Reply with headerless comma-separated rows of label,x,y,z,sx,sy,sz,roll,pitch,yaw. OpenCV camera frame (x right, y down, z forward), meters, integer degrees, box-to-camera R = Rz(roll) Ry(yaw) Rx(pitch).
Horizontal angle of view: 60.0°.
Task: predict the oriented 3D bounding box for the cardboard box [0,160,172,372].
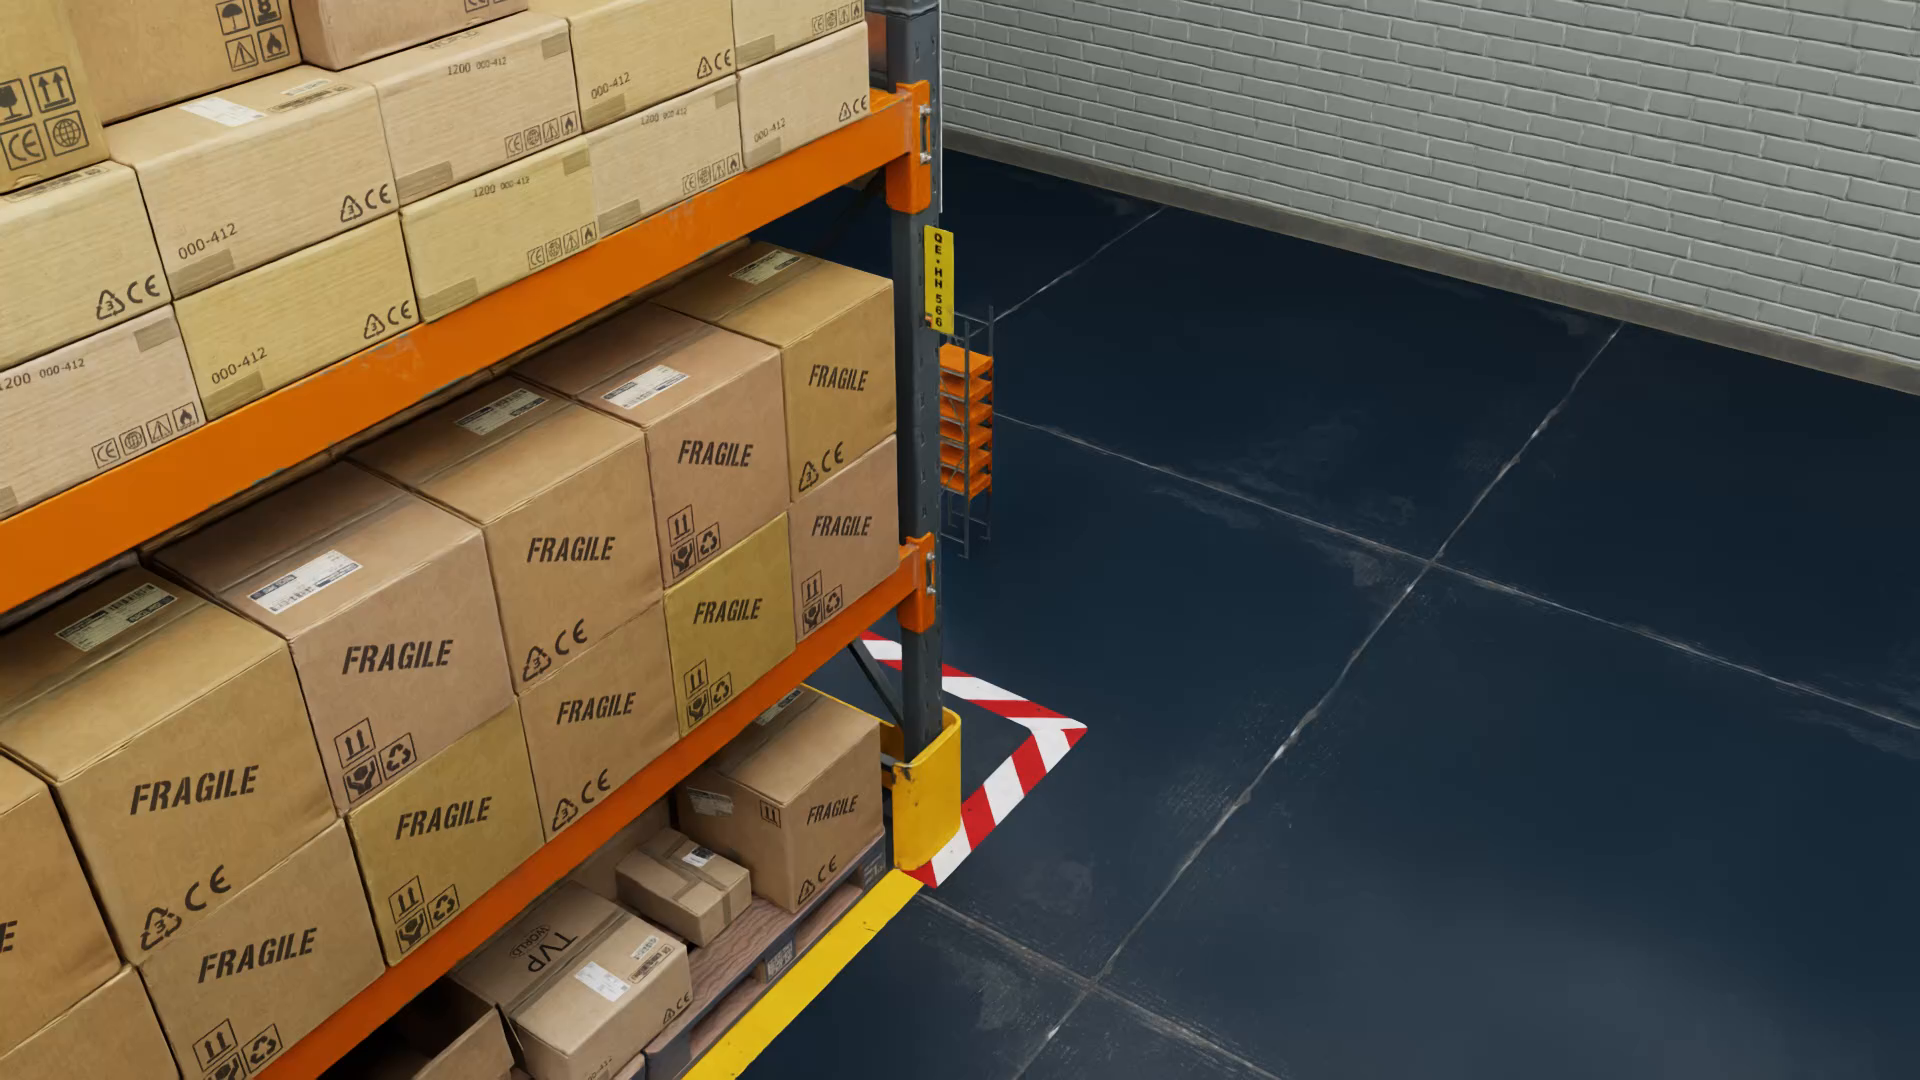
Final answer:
cardboard box,-1.727,-0.485,2.800,0.500,0.250,0.500,21,39,28

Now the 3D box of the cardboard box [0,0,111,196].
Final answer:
cardboard box,-1.859,-0.847,2.666,0.700,0.500,0.500,21,39,28

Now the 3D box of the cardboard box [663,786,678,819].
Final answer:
cardboard box,-1.169,0.852,5.948,0.380,0.166,0.250,21,39,28

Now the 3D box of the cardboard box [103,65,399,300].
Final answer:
cardboard box,-1.442,-0.715,3.140,0.500,0.250,0.500,21,39,28

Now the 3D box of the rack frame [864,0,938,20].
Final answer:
rack frame,-0.506,-2.822,3.890,1.000,3.000,0.127,21,39,28

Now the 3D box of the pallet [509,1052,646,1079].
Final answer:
pallet,-1.699,1.780,4.930,1.003,0.211,1.213,21,39,28

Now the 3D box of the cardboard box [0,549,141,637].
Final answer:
cardboard box,-2.133,0.264,3.700,0.500,0.500,0.500,22,40,29

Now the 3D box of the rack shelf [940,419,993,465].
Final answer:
rack shelf,-0.008,-0.454,7.429,0.258,0.103,0.180,21,39,28

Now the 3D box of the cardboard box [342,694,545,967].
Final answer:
cardboard box,-1.407,0.614,4.075,0.500,0.500,0.500,21,39,28

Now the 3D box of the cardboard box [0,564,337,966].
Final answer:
cardboard box,-1.699,0.447,3.429,0.500,0.500,0.500,20,39,27

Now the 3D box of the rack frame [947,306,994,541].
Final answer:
rack frame,0.044,-0.532,7.466,0.240,1.200,0.006,21,39,28

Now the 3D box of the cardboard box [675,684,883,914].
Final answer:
cardboard box,-0.613,0.845,5.661,0.500,0.500,0.500,21,39,28

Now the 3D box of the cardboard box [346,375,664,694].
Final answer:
cardboard box,-1.113,-0.027,4.130,0.500,0.500,0.500,22,40,29

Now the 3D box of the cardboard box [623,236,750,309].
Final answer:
cardboard box,-0.975,-0.673,5.085,0.500,0.500,0.500,23,40,30

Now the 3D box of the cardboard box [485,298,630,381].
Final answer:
cardboard box,-1.267,-0.430,4.726,0.500,0.500,0.500,22,40,29

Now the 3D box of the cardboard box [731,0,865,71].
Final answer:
cardboard box,-0.589,-1.407,4.162,0.500,0.250,0.500,21,39,28

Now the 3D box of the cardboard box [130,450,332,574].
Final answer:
cardboard box,-1.845,0.033,4.041,0.500,0.500,0.500,21,39,28

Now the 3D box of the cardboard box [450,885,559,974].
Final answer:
cardboard box,-1.619,1.240,5.301,0.500,0.250,0.500,21,39,28

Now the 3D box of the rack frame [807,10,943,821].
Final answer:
rack frame,-0.506,-0.337,5.571,1.000,3.000,0.127,21,39,28

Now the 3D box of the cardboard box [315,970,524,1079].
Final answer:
cardboard box,-1.719,1.489,4.706,0.797,0.503,0.637,21,39,28

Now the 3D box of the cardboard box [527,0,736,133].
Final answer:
cardboard box,-0.874,-1.176,3.822,0.500,0.250,0.500,21,39,28

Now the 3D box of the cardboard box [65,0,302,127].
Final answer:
cardboard box,-1.699,-1.126,3.078,0.700,0.500,0.500,21,39,28

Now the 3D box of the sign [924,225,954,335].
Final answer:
sign,-0.061,-0.761,4.882,0.100,0.325,0.005,21,39,28

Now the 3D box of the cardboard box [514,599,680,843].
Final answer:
cardboard box,-1.119,0.382,4.418,0.500,0.500,0.500,22,40,29

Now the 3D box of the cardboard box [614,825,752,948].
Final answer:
cardboard box,-0.918,1.141,5.522,0.380,0.166,0.250,21,39,28

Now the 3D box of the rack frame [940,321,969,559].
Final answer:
rack frame,-0.060,-0.448,7.342,0.240,1.200,0.006,21,39,28

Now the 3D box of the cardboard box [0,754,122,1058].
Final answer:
cardboard box,-1.993,0.684,3.079,0.500,0.500,0.500,20,39,27

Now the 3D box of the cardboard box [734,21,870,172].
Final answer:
cardboard box,-0.582,-1.197,4.298,0.500,0.250,0.500,21,39,28

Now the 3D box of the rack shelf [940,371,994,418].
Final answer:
rack shelf,-0.008,-0.652,7.294,0.258,0.103,0.180,21,39,28

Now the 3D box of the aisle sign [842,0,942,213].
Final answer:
aisle sign,-0.215,-1.347,4.744,0.394,0.787,0.004,21,39,28

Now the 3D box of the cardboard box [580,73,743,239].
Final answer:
cardboard box,-0.876,-0.970,3.963,0.500,0.250,0.500,21,39,28

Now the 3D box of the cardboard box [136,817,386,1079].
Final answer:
cardboard box,-1.695,0.849,3.728,0.500,0.500,0.500,21,39,28

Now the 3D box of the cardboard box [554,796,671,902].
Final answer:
cardboard box,-1.334,1.010,5.641,0.500,0.250,0.500,21,39,28

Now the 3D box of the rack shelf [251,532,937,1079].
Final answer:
rack shelf,-1.646,0.881,4.411,1.077,0.370,4.000,21,39,28

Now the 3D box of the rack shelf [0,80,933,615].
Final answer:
rack shelf,-1.646,-0.361,3.571,1.077,0.370,4.000,21,39,28

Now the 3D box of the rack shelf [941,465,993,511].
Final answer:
rack shelf,-0.008,-0.255,7.563,0.258,0.103,0.180,21,39,28

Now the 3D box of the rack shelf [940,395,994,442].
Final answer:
rack shelf,-0.008,-0.553,7.362,0.258,0.103,0.180,21,39,28

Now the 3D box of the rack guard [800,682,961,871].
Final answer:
rack guard,-0.549,0.733,6.219,1.175,0.500,0.348,21,39,28

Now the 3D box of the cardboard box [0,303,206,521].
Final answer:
cardboard box,-1.731,-0.280,2.942,0.500,0.250,0.500,21,39,28

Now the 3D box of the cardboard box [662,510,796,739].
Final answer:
cardboard box,-0.830,0.155,4.755,0.500,0.500,0.500,22,40,29

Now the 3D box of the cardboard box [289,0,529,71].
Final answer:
cardboard box,-1.337,-1.326,3.374,0.700,0.500,0.500,21,39,28

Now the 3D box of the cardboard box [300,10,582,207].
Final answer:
cardboard box,-1.162,-0.948,3.483,0.500,0.250,0.500,21,39,28

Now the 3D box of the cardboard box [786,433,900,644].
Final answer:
cardboard box,-0.537,-0.085,5.109,0.500,0.500,0.500,23,40,30

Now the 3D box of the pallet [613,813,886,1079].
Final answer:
pallet,-1.003,1.220,5.757,1.003,0.211,1.213,21,39,28

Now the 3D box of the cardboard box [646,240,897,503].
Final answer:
cardboard box,-0.534,-0.500,4.830,0.500,0.500,0.500,21,39,28

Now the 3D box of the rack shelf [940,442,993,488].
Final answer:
rack shelf,-0.008,-0.354,7.496,0.258,0.103,0.180,21,39,28

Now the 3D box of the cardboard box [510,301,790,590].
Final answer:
cardboard box,-0.821,-0.267,4.486,0.500,0.500,0.500,22,40,29

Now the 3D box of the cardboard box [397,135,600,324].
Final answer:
cardboard box,-1.150,-0.736,3.617,0.500,0.250,0.500,21,39,28

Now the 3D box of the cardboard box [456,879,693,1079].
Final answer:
cardboard box,-1.180,1.376,5.099,0.500,0.250,0.500,21,39,28

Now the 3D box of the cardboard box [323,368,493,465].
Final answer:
cardboard box,-1.556,-0.201,4.388,0.500,0.500,0.500,22,40,29

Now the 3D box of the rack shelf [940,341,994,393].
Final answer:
rack shelf,-0.008,-0.752,7.227,0.258,0.103,0.180,21,39,28

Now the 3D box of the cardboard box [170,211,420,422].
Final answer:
cardboard box,-1.449,-0.511,3.284,0.500,0.250,0.500,21,39,28

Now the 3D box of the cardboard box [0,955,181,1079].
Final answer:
cardboard box,-1.983,1.078,3.389,0.500,0.500,0.500,22,40,29

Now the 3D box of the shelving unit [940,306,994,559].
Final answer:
shelving unit,-0.008,-0.490,7.404,0.258,1.200,0.189,21,39,28

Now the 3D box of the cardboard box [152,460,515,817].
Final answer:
cardboard box,-1.406,0.209,3.781,0.500,0.500,0.500,23,40,30
